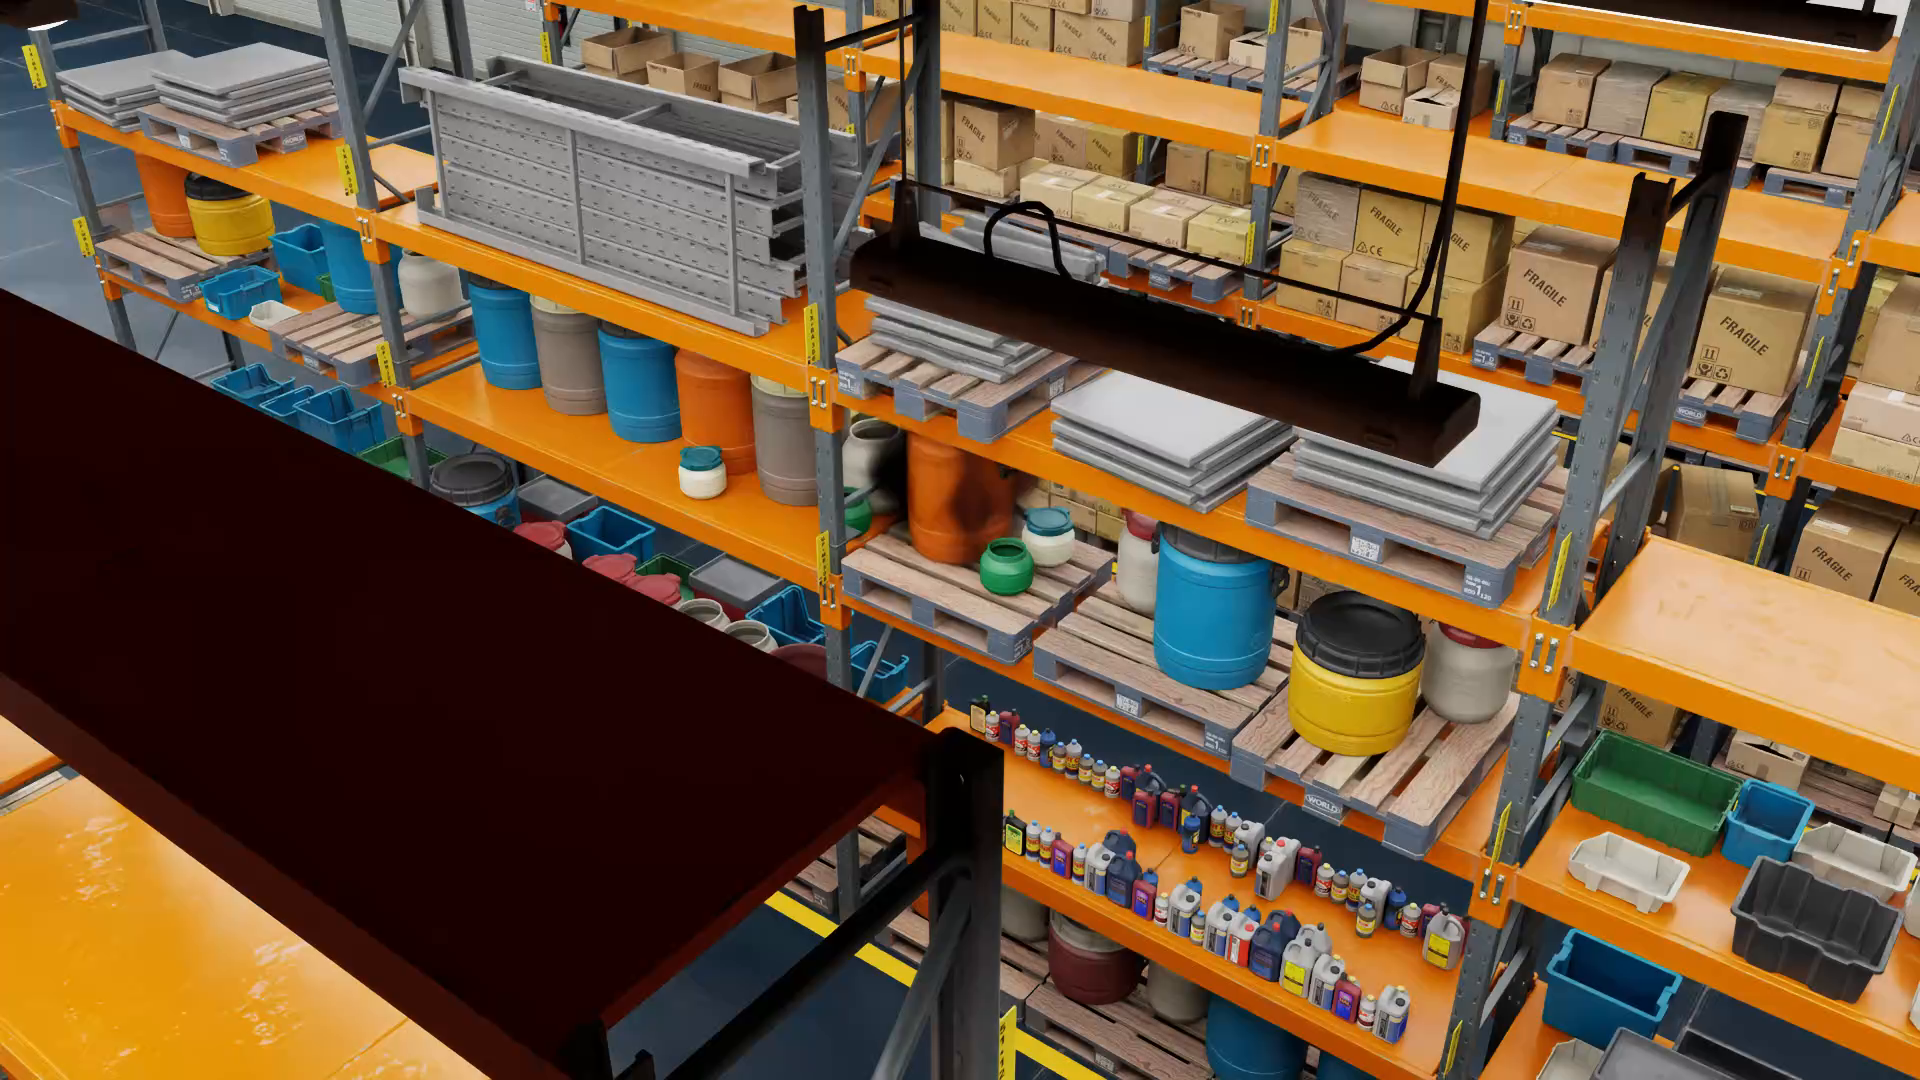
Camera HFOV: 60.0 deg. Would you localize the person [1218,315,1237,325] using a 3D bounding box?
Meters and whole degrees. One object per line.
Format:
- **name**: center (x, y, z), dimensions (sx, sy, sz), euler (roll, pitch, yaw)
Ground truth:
- **person**: center (2.589, -1.532, 16.089), dimensions (0.369, 1.766, 0.632), euler (-16, 35, -24)
